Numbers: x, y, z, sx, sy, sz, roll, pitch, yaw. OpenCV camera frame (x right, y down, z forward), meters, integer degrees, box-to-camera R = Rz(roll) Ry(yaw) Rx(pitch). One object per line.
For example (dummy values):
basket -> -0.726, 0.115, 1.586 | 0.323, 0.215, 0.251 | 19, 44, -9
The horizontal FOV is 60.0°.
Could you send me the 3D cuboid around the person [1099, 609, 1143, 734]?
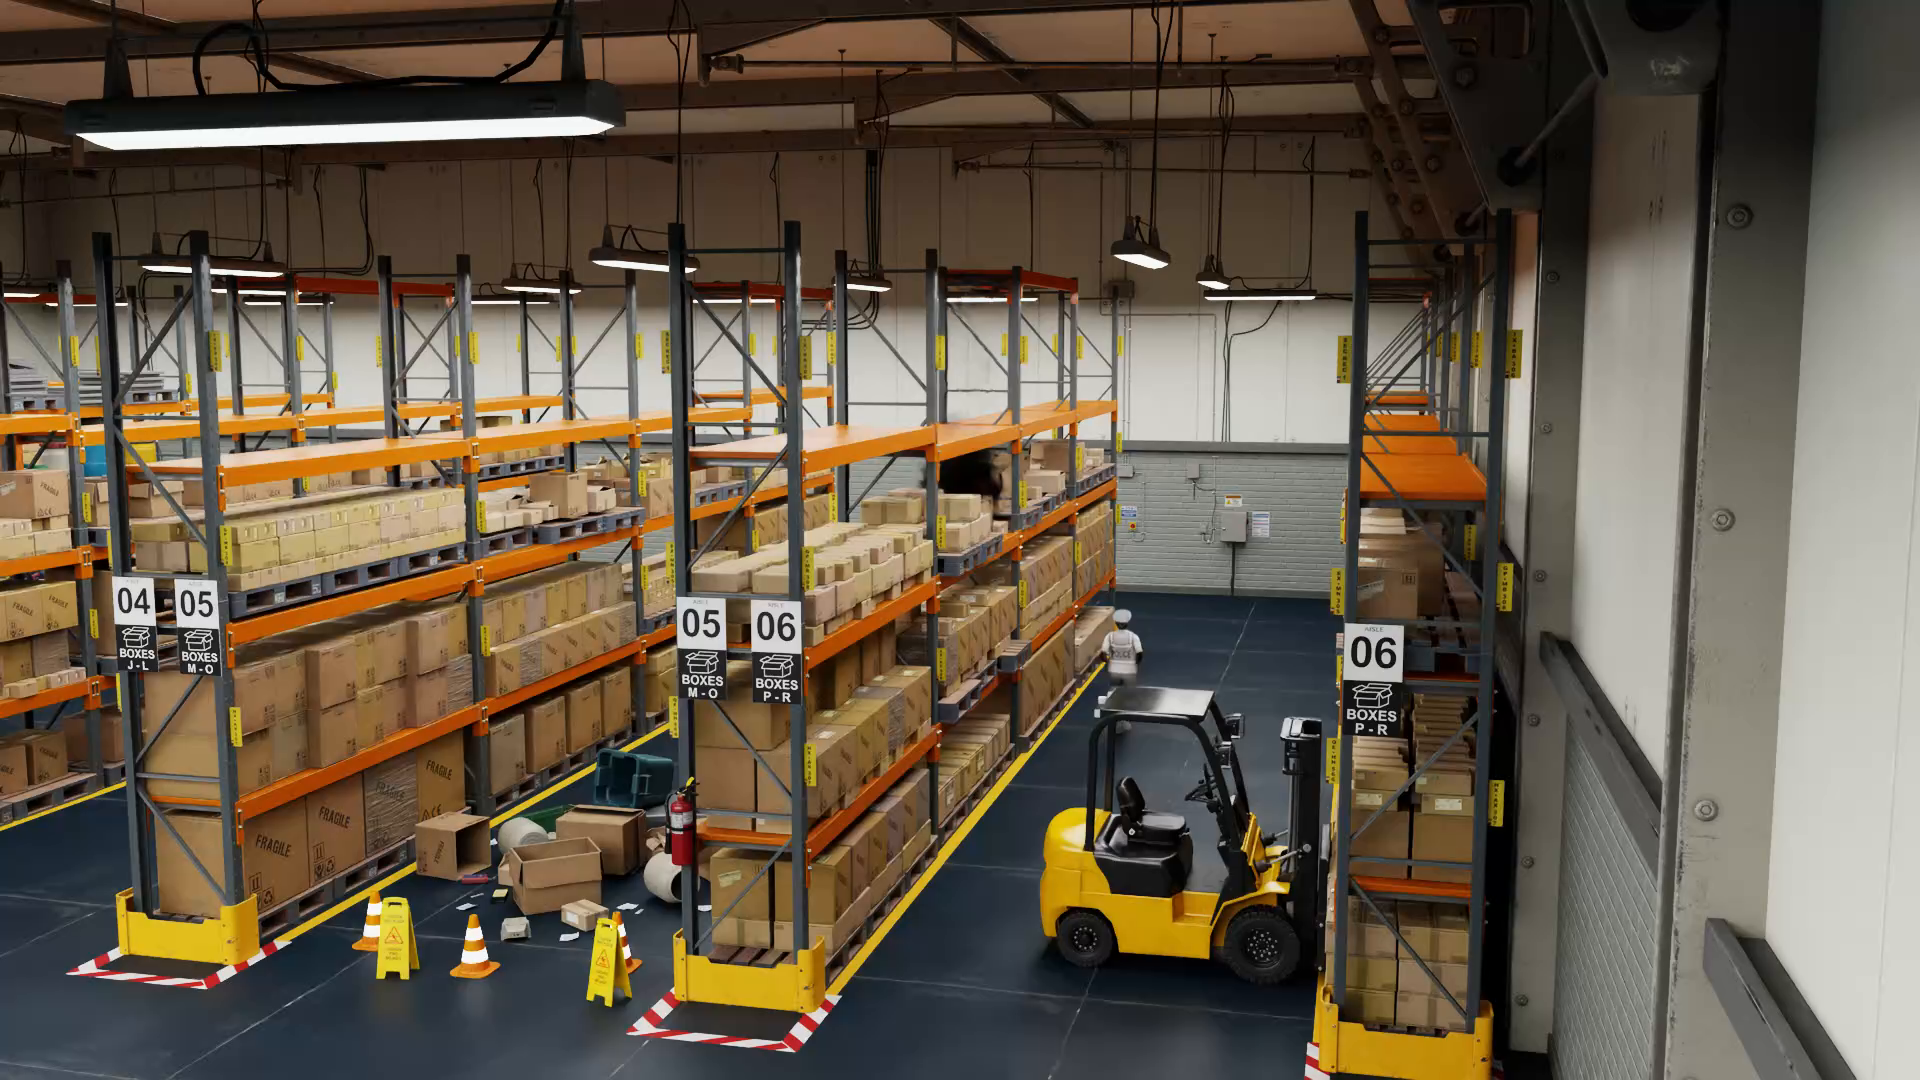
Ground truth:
person -> 2.102, 1.720, 21.602 | 0.573, 1.640, 0.584 | 2, 7, 13
